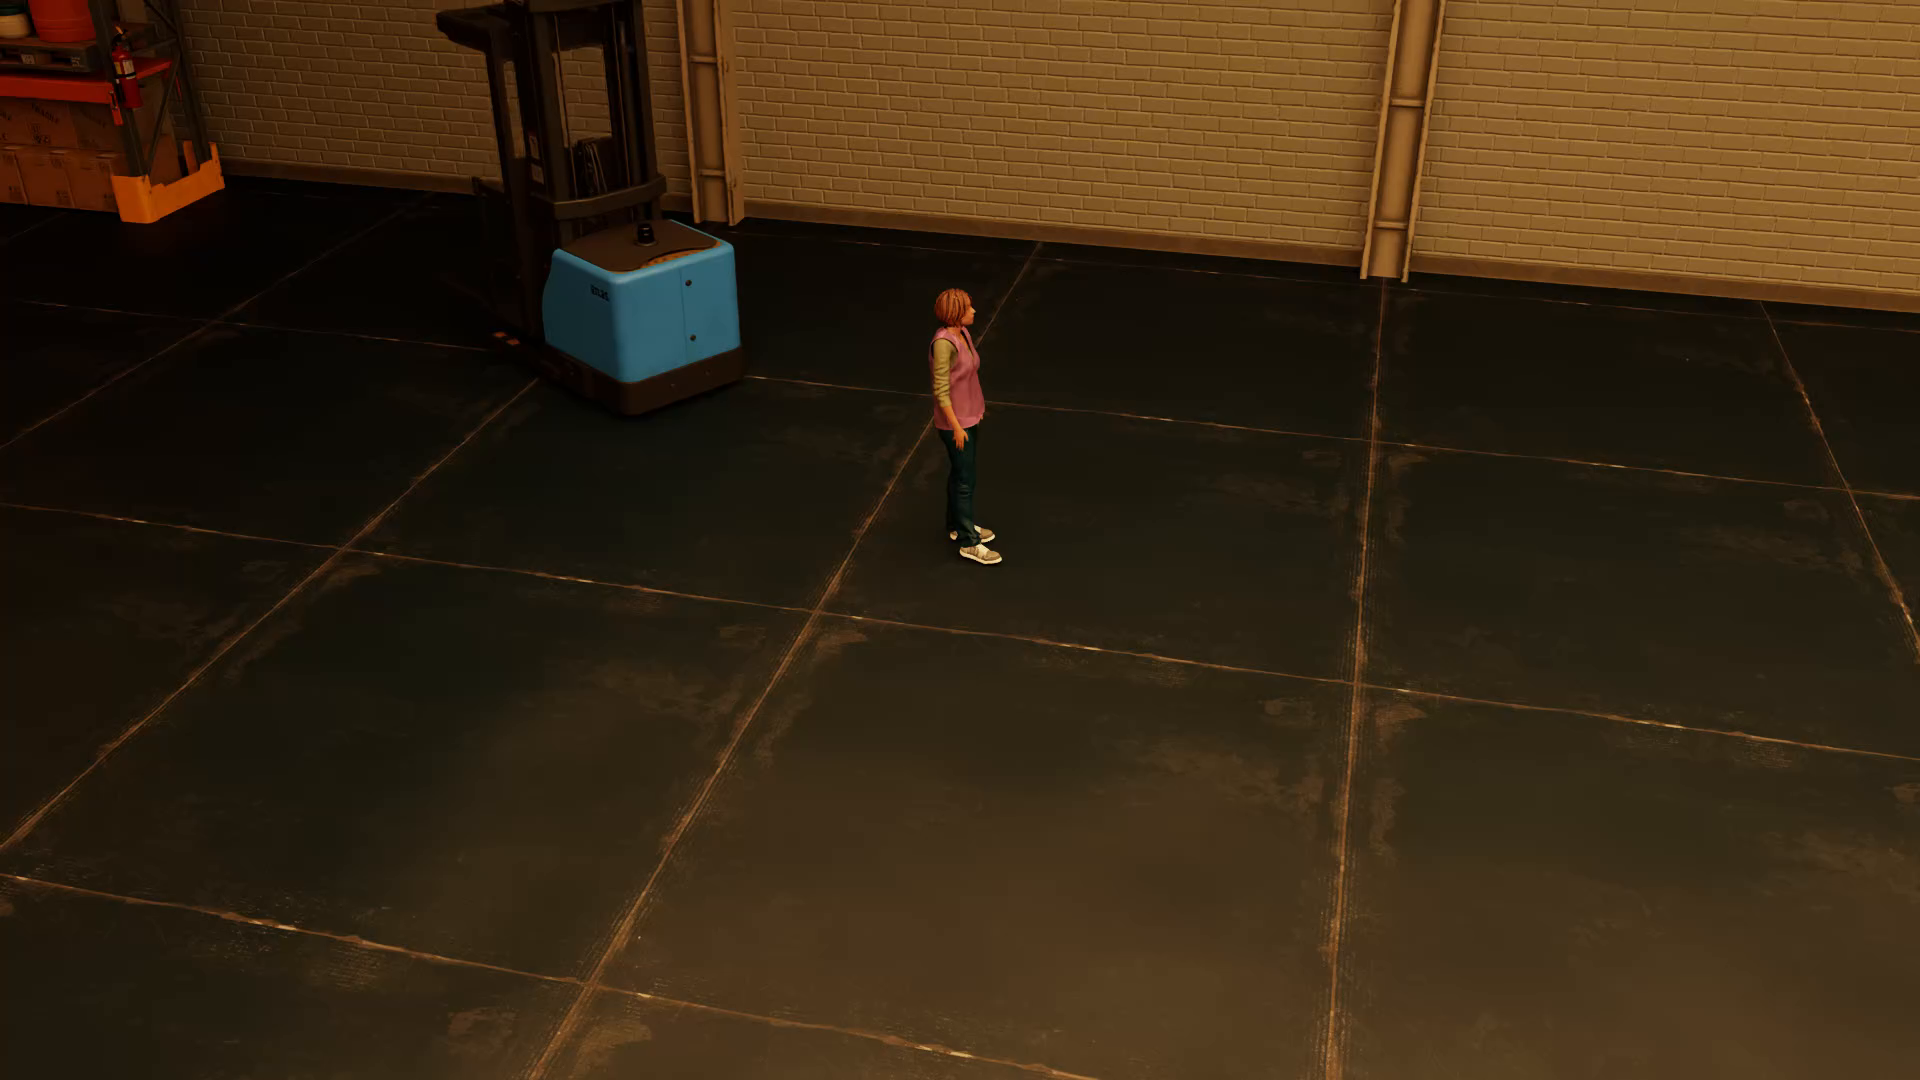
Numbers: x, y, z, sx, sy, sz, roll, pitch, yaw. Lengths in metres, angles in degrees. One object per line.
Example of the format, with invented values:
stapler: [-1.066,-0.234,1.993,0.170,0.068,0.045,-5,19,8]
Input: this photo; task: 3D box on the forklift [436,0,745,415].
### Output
forklift: [-2.944,-2.775,12.068,1.130,2.935,3.031,-25,38,-37]

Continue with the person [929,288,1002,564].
person: [0.069,-0.686,9.718,0.473,1.599,0.520,7,30,12]
